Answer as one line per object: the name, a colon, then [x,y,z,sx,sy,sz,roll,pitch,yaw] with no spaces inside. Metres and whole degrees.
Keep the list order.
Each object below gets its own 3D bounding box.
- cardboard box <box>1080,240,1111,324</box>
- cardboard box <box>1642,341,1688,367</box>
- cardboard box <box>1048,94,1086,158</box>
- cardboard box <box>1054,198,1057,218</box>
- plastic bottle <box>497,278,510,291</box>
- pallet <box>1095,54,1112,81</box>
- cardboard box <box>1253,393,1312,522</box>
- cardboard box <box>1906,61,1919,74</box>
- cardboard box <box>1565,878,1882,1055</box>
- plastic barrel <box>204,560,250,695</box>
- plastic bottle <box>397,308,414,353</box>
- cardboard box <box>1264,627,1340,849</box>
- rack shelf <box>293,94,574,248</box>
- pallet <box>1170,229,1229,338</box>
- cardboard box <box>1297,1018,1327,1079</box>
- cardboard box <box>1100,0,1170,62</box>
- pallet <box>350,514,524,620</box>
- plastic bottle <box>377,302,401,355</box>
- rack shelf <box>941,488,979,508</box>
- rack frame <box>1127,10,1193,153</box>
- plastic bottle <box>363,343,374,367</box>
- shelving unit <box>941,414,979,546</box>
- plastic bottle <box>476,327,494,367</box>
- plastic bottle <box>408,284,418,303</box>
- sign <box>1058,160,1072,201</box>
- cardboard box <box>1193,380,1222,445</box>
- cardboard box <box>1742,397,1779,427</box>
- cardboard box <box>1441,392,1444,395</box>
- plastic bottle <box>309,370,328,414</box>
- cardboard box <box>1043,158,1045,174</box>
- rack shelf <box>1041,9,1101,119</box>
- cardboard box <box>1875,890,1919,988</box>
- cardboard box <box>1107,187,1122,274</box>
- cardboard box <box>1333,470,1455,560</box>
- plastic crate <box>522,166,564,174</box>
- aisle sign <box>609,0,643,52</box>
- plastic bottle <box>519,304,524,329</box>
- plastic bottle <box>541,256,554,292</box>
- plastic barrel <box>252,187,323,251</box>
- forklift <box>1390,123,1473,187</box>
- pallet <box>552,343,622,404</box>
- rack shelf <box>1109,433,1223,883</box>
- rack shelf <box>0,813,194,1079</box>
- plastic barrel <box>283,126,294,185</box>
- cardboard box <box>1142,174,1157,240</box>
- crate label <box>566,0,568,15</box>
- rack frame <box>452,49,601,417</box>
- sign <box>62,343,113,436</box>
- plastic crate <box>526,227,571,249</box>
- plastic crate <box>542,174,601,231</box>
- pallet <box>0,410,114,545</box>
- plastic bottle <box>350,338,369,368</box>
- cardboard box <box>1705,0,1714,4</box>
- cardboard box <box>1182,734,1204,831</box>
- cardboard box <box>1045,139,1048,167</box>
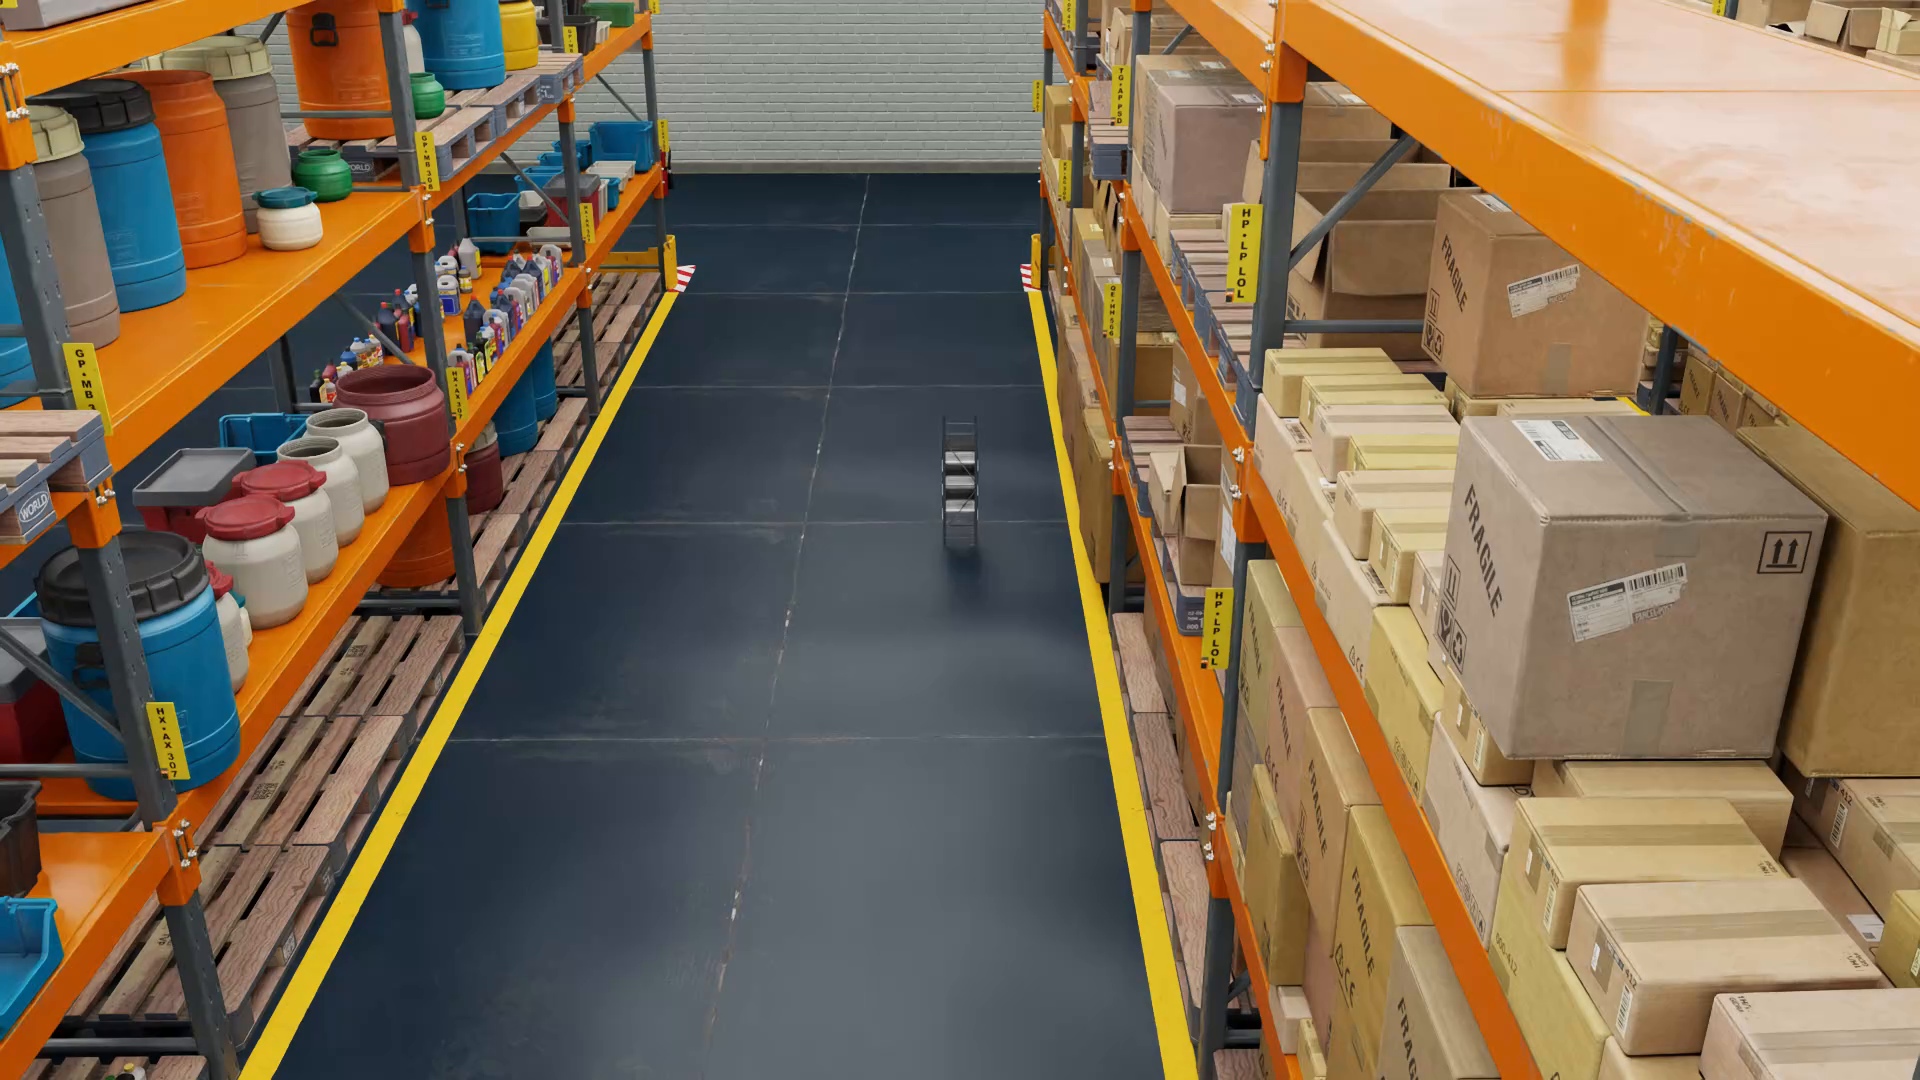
cardboard box: [1.161,-1.894,12.176,0.500,0.500,0.500,-1,24,-2]
cardboard box: [6.034,-1.589,14.213,0.380,0.149,0.250,0,24,0]
cardboard box: [1.103,-3.891,15.624,0.500,0.500,0.500,-1,24,-2]
cardboard box: [1.049,-2.991,15.029,0.380,0.149,0.250,-1,24,-1]
plastic bottle: [-3.344,-1.788,12.220,0.097,0.271,0.097,0,24,0]
pallet: [1.454,-3.354,12.118,0.805,0.209,1.217,-1,24,-3]
cardboard box: [1.231,-0.268,5.243,0.500,0.250,0.500,-1,24,-3]
cardboard box: [6.120,-2.637,10.179,0.500,0.500,0.500,0,24,-1]
cardboard box: [1.212,0.679,2.666,0.380,0.149,0.250,-1,24,-3]
plastic barrel: [-3.262,0.409,7.040,0.433,0.535,0.433,0,24,0]
plastic bottle: [-3.816,-1.441,11.438,0.061,0.283,0.133,0,24,-1]
cardboard box: [1.239,0.600,5.087,0.500,0.500,0.500,0,24,-1]
rack shelf: [-3.536,-2.645,11.191,1.077,0.370,4.000,0,24,-1]
pallet: [1.567,-1.119,7.172,1.213,0.211,1.003,0,24,-1]
cardboard box: [1.222,1.564,4.958,0.380,0.149,0.250,0,24,-1]
cardboard box: [1.411,-3.817,12.278,0.700,0.500,0.500,0,24,1]
pallet: [-3.565,0.164,11.131,1.003,0.211,1.213,0,24,-1]
plastic bottle: [-3.918,-1.461,11.400,0.144,0.351,0.185,0,24,-1]
rack shelf: [0.000,-0.301,11.623,0.258,0.077,0.200,0,24,-1]
rack frame: [1.438,-3.537,8.651,1.000,3.000,0.127,0,24,-1]
plastic bottle: [-3.936,-1.199,11.003,0.097,0.201,0.097,0,24,0]
shelving unit: [0.000,-0.413,11.572,0.258,0.900,0.210,0,24,-1]
plastic bottle: [-3.179,-1.291,11.122,0.097,0.271,0.097,0,24,0]
plastic bottle: [-3.921,-1.704,12.028,0.152,0.276,0.135,0,24,-1]
sign: [0.840,-2.880,13.330,0.100,0.325,0.005,0,24,-1]
cardboard box: [1.590,-0.589,8.781,0.700,0.500,0.500,3,25,7]
cardboard box: [6.125,-0.746,12.283,0.500,0.500,0.500,0,24,0]
cardboard box: [1.748,-0.267,5.243,0.500,0.250,0.500,1,24,1]
plastic bottle: [-3.946,-0.893,10.227,0.061,0.283,0.133,0,24,-1]
cardboard box: [1.029,-3.733,16.668,0.380,0.149,0.250,-1,24,-1]
rack shelf: [1.373,-4.315,14.884,1.077,0.370,4.000,0,24,-1]
cardboard box: [1.722,0.687,2.649,0.380,0.149,0.250,-1,24,-2]
cardboard box: [1.428,-2.153,11.531,0.797,0.503,0.637,1,24,1]
cardboard box: [1.191,-0.068,4.319,0.380,0.149,0.250,-1,24,-2]
plastic crate: [-3.914,-3.383,15.721,0.416,0.233,0.300,0,24,-1]
aisle sign: [-3.310,-5.294,16.660,0.394,0.787,0.004,0,24,-1]
plastic bottle: [-3.188,-1.621,11.936,0.097,0.201,0.097,0,24,0]
plastic bottle: [-3.227,-2.062,12.820,0.152,0.276,0.135,0,24,-1]
plastic barrel: [-3.267,-1.562,8.092,0.301,0.262,0.301,0,24,0]
forklift: [3.746,-1.994,12.601,3.031,2.935,1.130,21,32,38]
pallet: [-3.605,-1.462,14.727,1.003,0.211,1.213,0,24,-1]
rack shelf: [1.460,0.348,8.214,1.077,0.370,4.000,0,24,-1]
rack shelf: [-3.449,2.018,4.520,1.077,0.370,4.000,0,24,-1]
plastic barrel: [-3.818,-2.070,8.911,0.421,0.512,0.421,0,24,0]
cardboard box: [1.194,-1.696,8.402,0.500,0.250,0.500,0,24,1]
crate label: [-3.915,-4.996,15.696,0.408,0.251,0.502,0,24,-1]
rack frame: [-3.558,-2.430,13.483,1.000,3.000,0.127,0,24,-1]
sign: [-2.921,-0.502,5.569,0.100,0.325,0.005,0,24,-1]
plastic crate: [-3.420,-2.530,13.950,0.396,0.136,0.243,0,24,-1]
plastic crate: [-3.317,-2.855,14.273,0.402,0.464,0.583,0,24,-1]
pallet: [-3.365,-0.117,4.958,1.213,0.211,1.003,0,24,-1]
plastic bottle: [-3.935,-1.191,10.900,0.097,0.271,0.097,0,24,0]
cardboard box: [6.078,-4.268,12.999,0.380,0.149,0.250,-1,24,-3]
cardboard box: [1.504,1.102,8.172,0.700,0.500,0.500,-2,24,-5]
cardboard box: [1.098,-3.754,16.232,0.500,0.250,0.500,-1,24,-1]
